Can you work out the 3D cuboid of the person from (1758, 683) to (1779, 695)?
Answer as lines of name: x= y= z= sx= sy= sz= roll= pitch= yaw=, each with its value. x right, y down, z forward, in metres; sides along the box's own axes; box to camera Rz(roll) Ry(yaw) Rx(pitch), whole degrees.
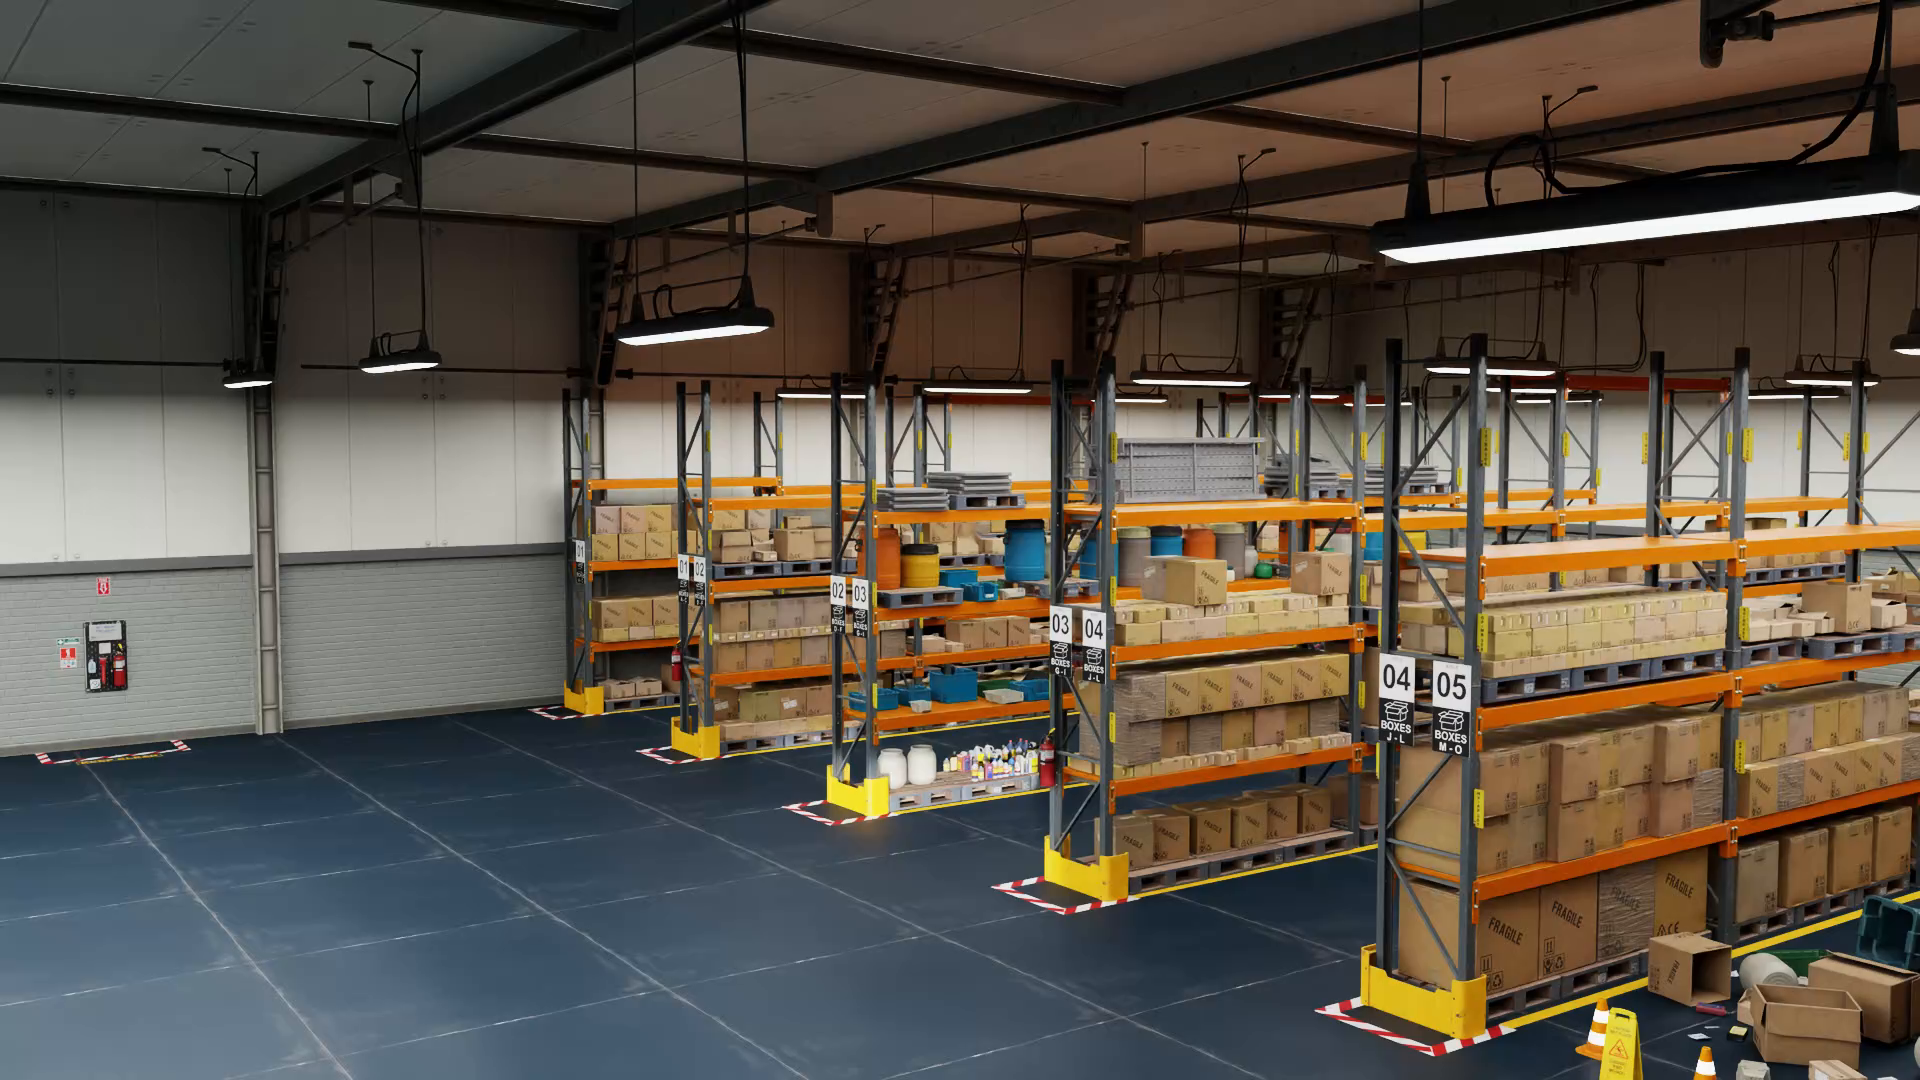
person: x=11.518 y=2.801 z=23.733 sx=0.707 sy=1.654 sz=0.507 roll=-3 pitch=5 yaw=-36
